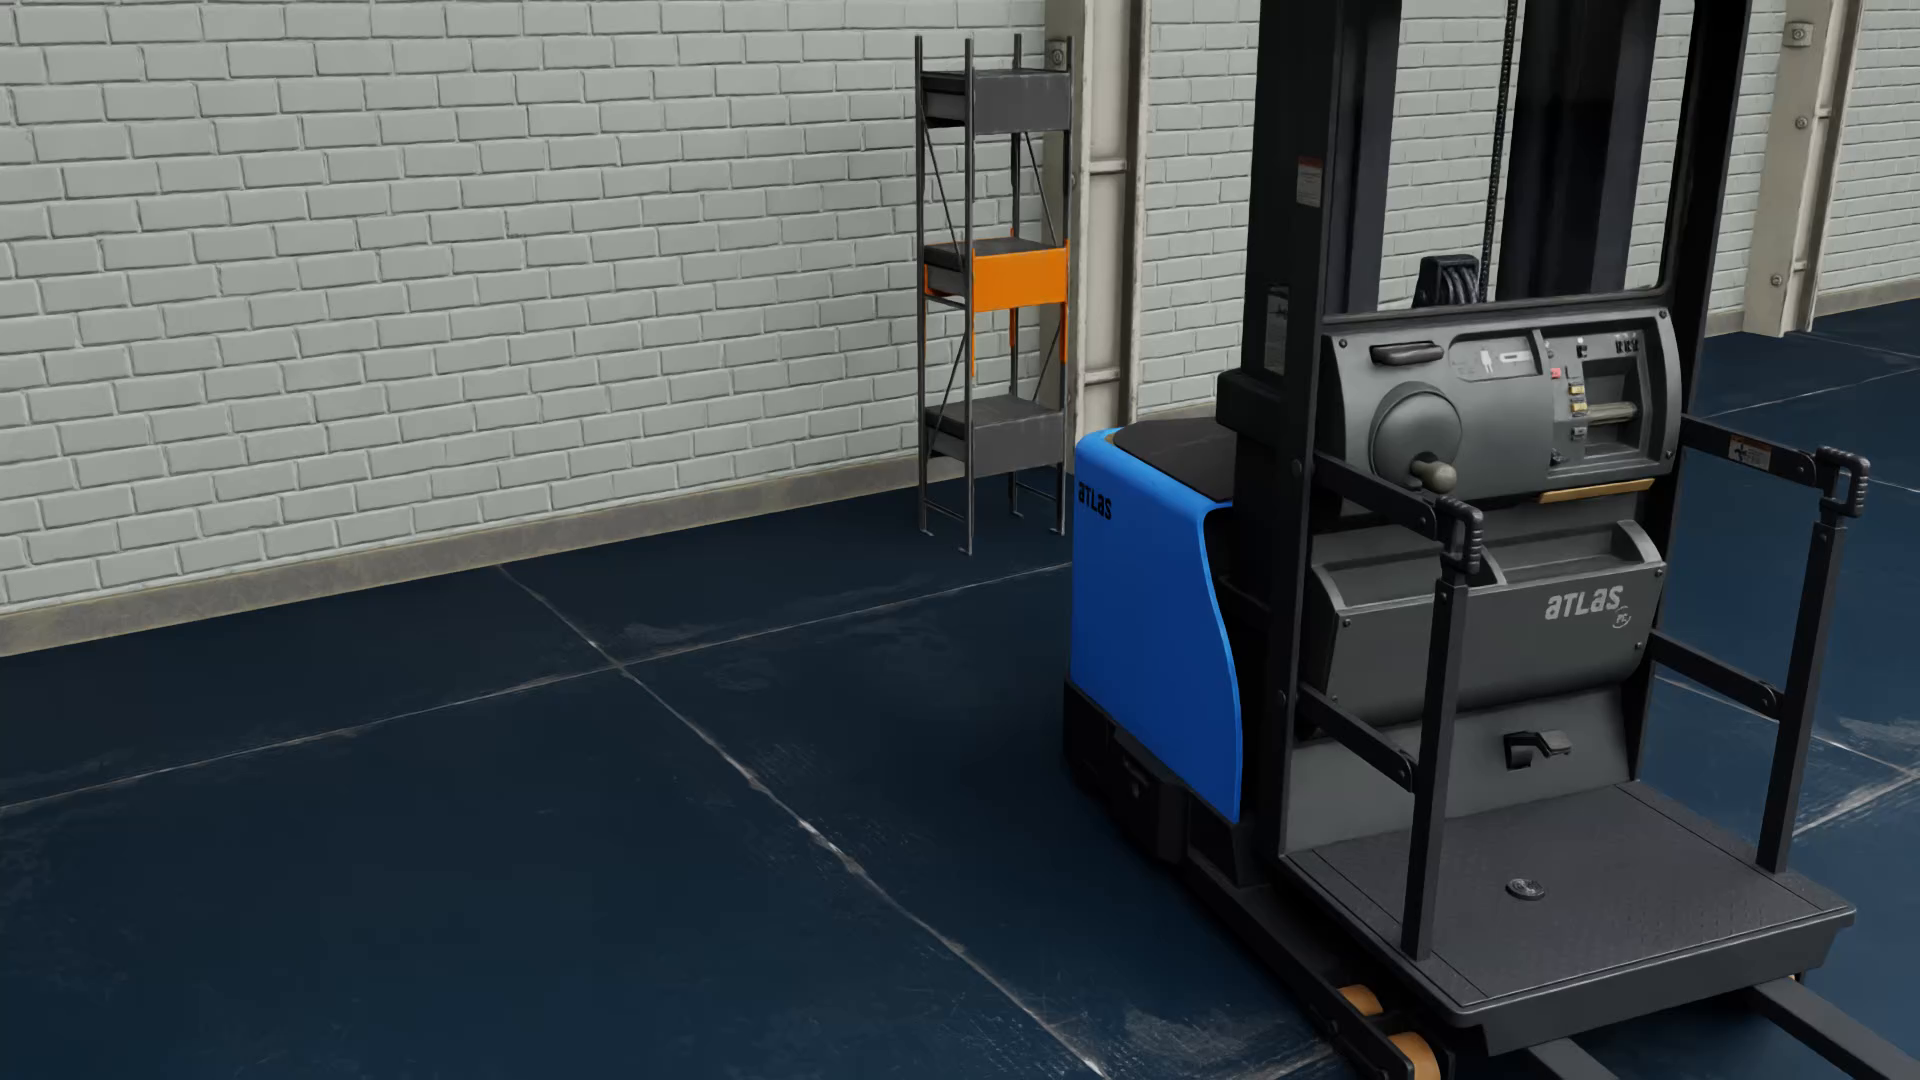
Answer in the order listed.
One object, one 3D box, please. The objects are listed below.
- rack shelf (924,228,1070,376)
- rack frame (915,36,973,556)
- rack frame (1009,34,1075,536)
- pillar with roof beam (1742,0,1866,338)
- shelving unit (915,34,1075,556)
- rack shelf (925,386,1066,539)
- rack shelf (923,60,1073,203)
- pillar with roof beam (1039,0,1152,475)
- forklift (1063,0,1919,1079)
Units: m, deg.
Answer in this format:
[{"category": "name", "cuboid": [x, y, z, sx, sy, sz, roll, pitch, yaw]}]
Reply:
[{"category": "rack shelf", "cuboid": [0.138, -1.011, 6.999, 0.480, 0.518, 0.431, -12, 22, -31]}, {"category": "rack frame", "cuboid": [-0.066, -0.981, 6.868, 0.015, 2.100, 0.400, -12, 22, -31]}, {"category": "rack frame", "cuboid": [0.342, -1.067, 7.122, 0.015, 2.100, 0.400, -12, 22, -31]}, {"category": "pillar with roof beam", "cuboid": [8.021, -4.564, 6.695, 0.400, 9.000, 9.100, -12, 22, -31]}, {"category": "shelving unit", "cuboid": [0.138, -1.024, 6.995, 0.503, 2.100, 0.431, -12, 22, -31]}, {"category": "rack shelf", "cuboid": [0.138, -0.348, 7.223, 0.480, 0.518, 0.431, -12, 22, -31]}, {"category": "rack shelf", "cuboid": [0.138, -1.674, 6.775, 0.480, 0.518, 0.431, -12, 22, -31]}, {"category": "pillar with roof beam", "cuboid": [3.010, -3.507, 3.569, 0.400, 9.000, 9.100, -12, 22, -31]}, {"category": "forklift", "cuboid": [1.326, -0.306, 3.574, 1.130, 2.935, 3.031, -7, 20, -20]}]
